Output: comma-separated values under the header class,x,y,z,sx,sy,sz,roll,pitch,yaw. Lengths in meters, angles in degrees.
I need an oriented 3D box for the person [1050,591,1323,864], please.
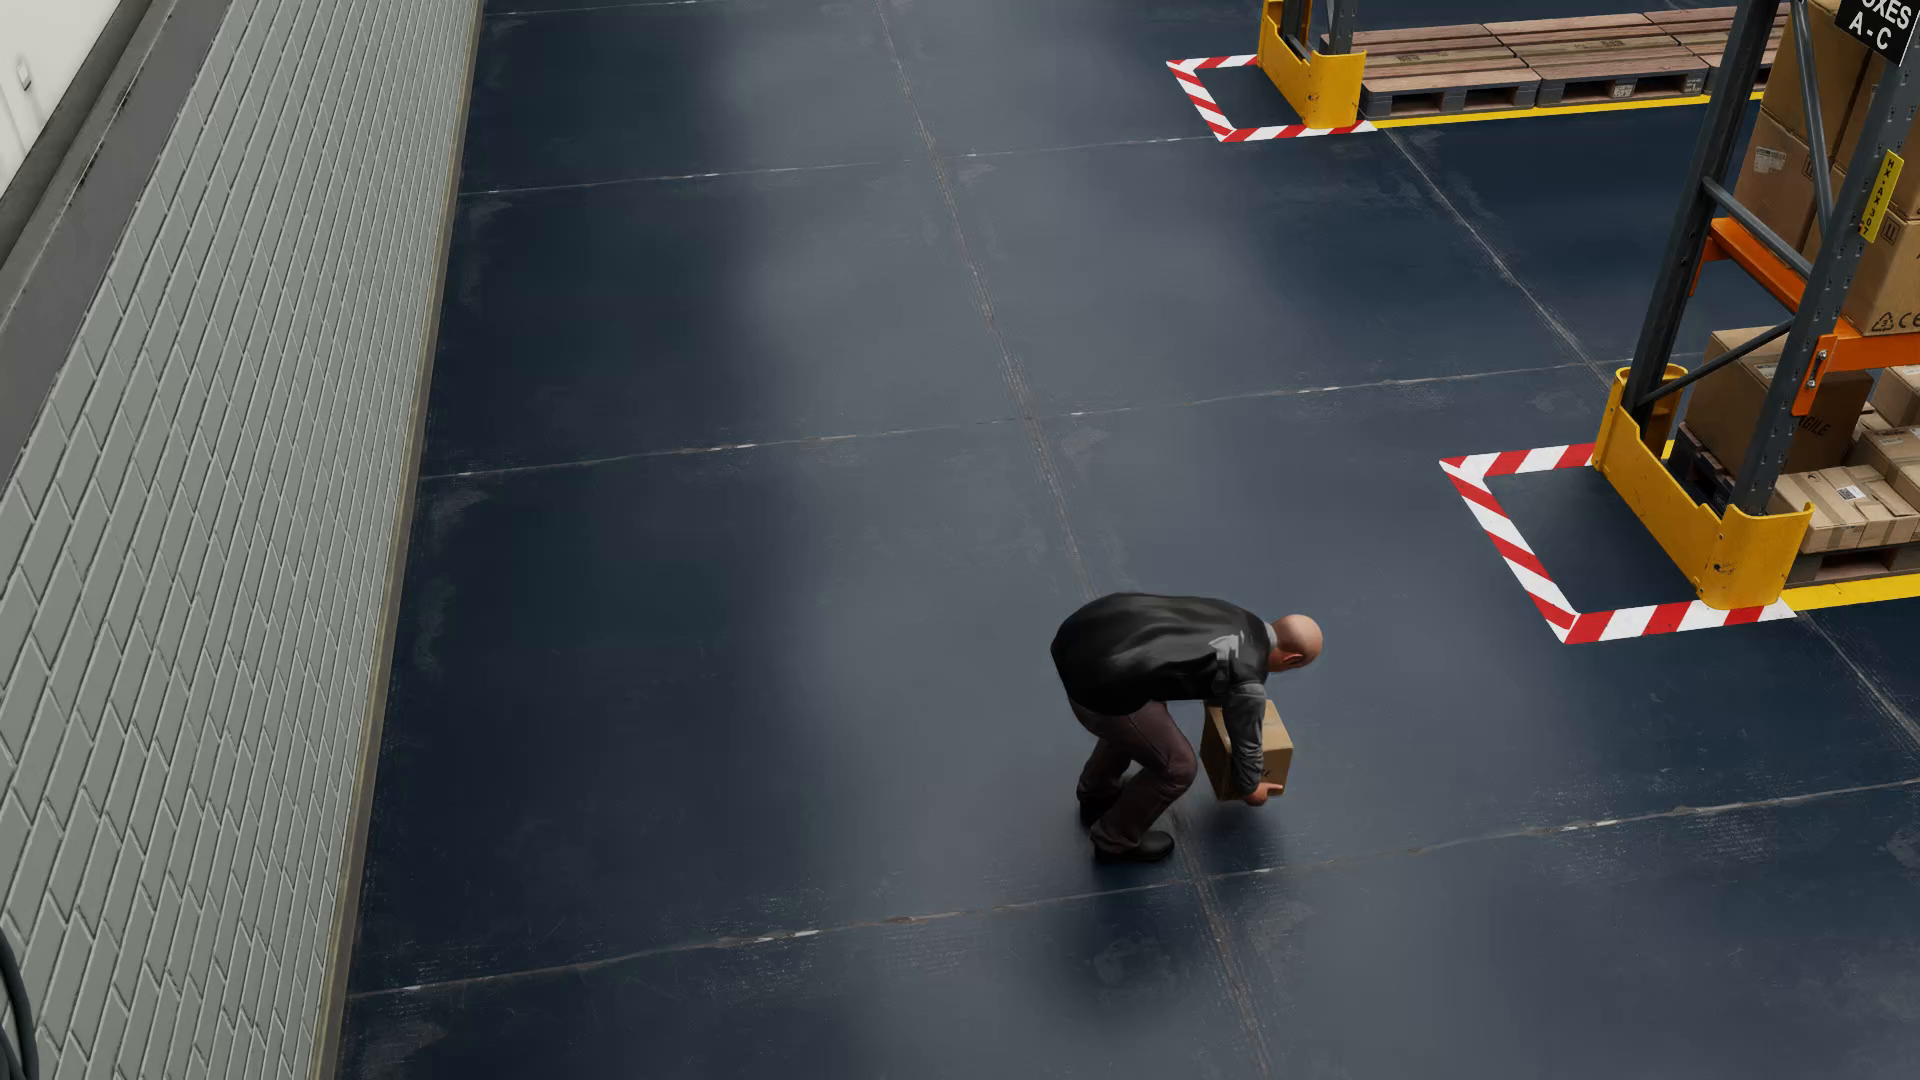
class,x,y,z,sx,sy,sz,roll,pitch,yaw
person,0.798,0.620,5.919,0.958,1.065,0.488,-8,39,-10
